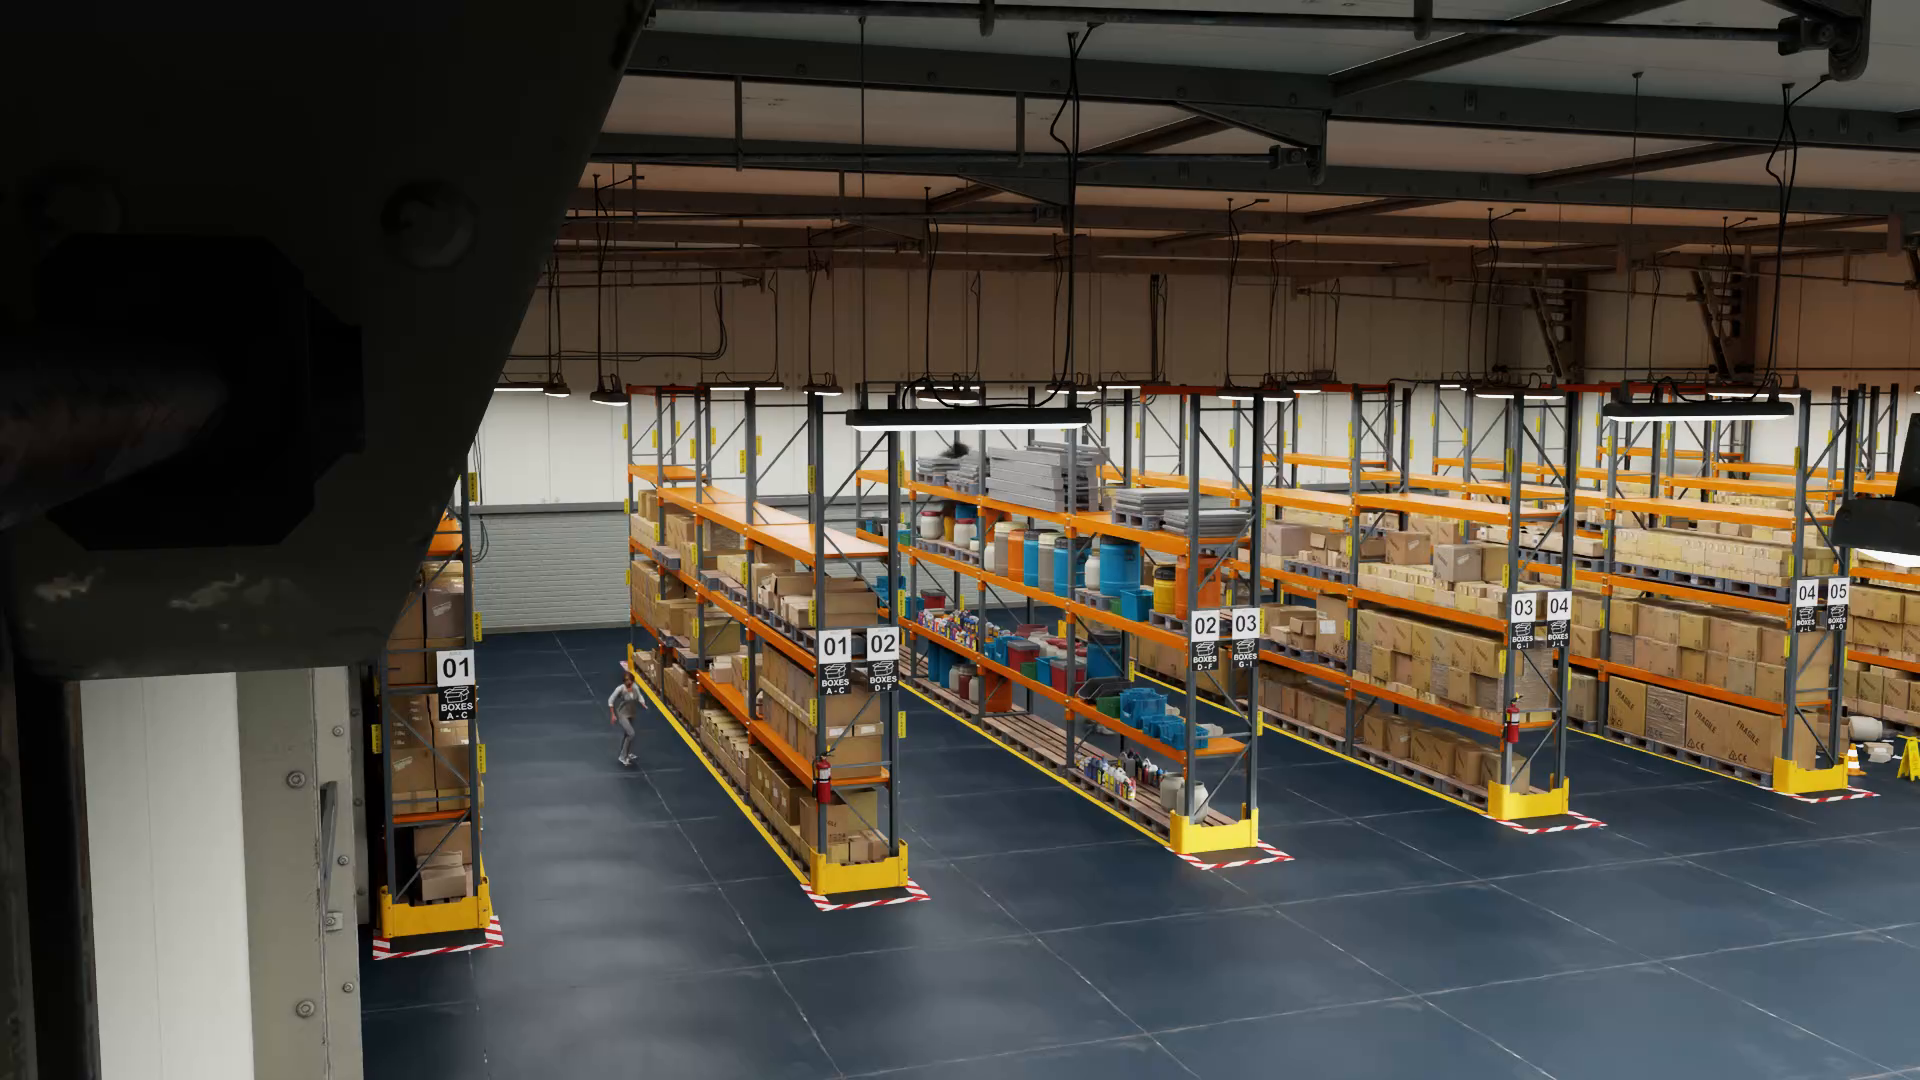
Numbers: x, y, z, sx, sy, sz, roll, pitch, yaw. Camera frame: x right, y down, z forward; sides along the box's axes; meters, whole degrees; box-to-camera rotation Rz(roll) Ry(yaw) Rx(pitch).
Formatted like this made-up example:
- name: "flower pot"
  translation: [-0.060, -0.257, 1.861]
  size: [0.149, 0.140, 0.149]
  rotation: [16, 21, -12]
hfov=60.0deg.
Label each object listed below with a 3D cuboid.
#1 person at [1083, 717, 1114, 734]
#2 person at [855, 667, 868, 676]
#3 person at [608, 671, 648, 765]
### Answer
- name: "person"
  translation: [2.523, 2.521, 28.939]
  size: [0.912, 1.690, 0.729]
  rotation: [3, 7, 26]
- name: "person"
  translation: [-1.773, 2.452, 29.658]
  size: [0.575, 1.660, 0.864]
  rotation: [-3, 7, -28]
- name: "person"
  translation: [-5.289, 2.849, 26.665]
  size: [0.737, 1.551, 0.551]
  rotation: [4, 7, 31]
